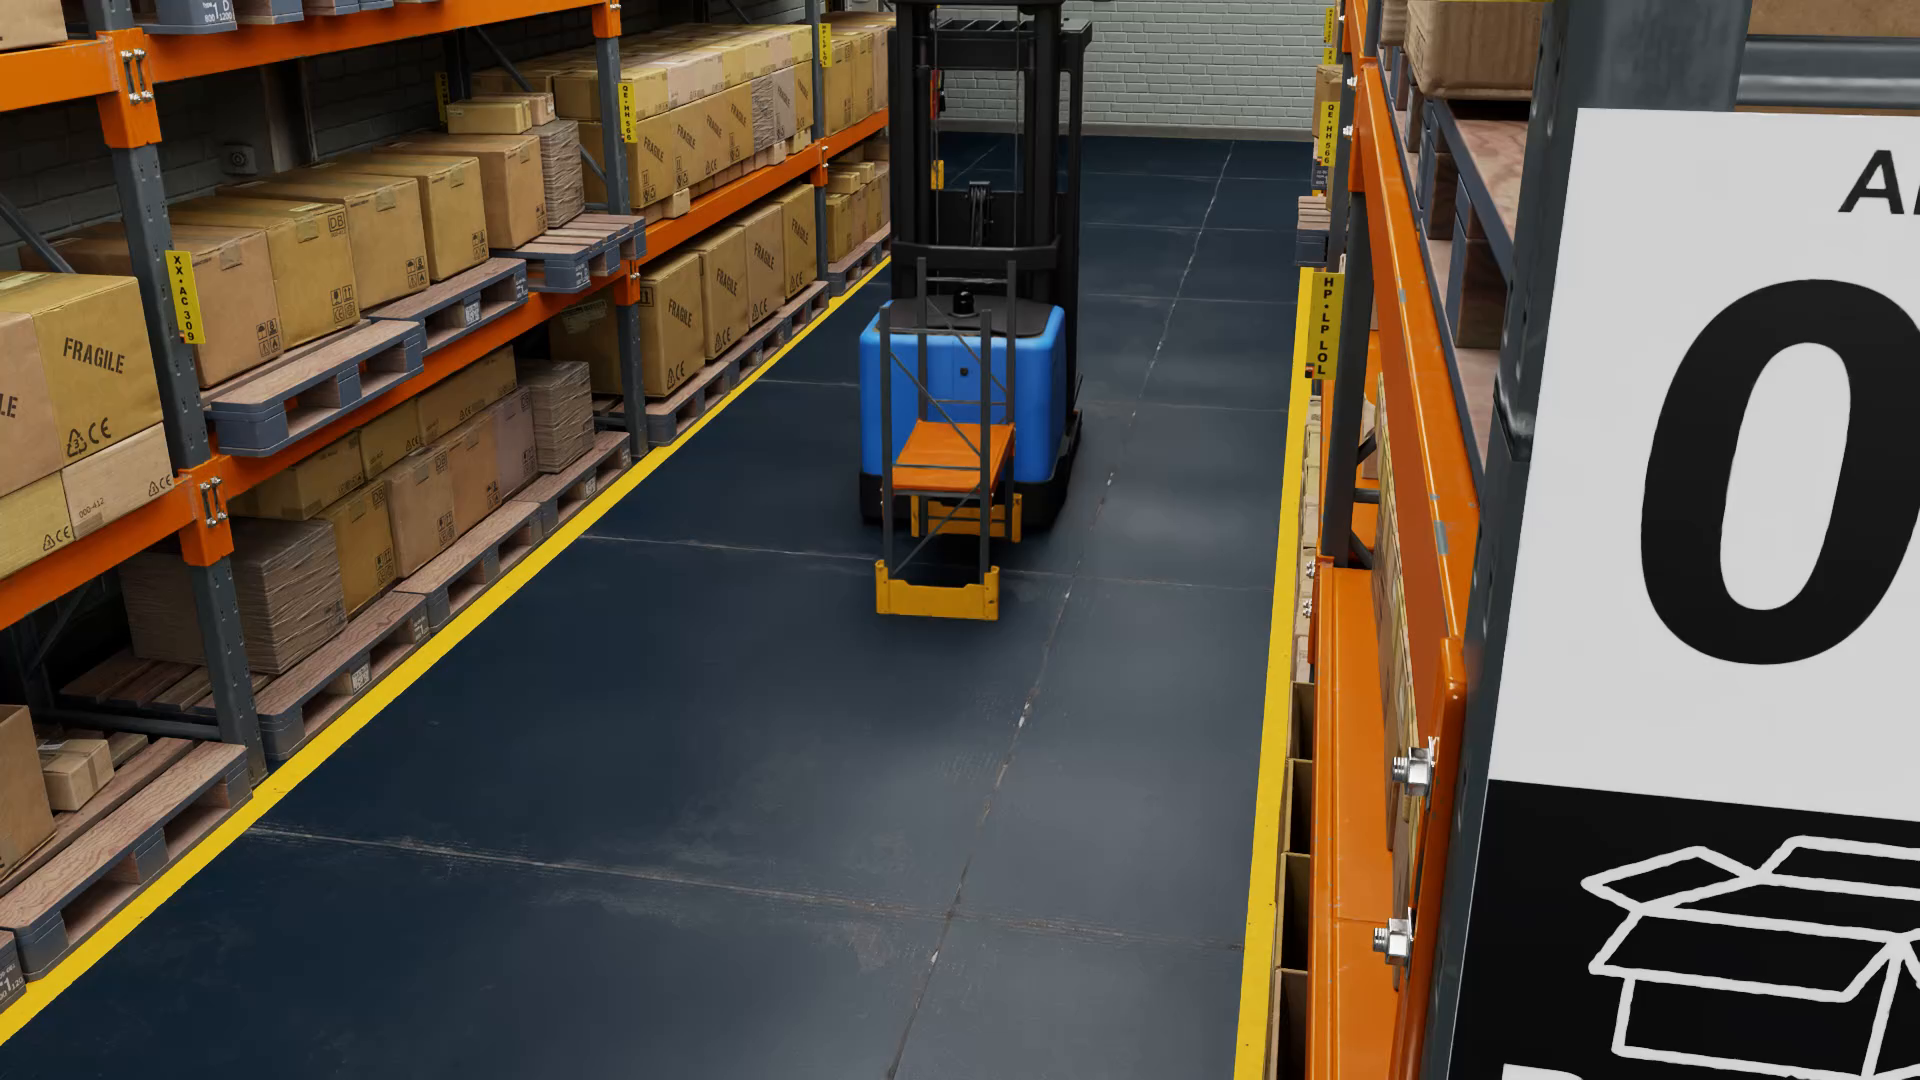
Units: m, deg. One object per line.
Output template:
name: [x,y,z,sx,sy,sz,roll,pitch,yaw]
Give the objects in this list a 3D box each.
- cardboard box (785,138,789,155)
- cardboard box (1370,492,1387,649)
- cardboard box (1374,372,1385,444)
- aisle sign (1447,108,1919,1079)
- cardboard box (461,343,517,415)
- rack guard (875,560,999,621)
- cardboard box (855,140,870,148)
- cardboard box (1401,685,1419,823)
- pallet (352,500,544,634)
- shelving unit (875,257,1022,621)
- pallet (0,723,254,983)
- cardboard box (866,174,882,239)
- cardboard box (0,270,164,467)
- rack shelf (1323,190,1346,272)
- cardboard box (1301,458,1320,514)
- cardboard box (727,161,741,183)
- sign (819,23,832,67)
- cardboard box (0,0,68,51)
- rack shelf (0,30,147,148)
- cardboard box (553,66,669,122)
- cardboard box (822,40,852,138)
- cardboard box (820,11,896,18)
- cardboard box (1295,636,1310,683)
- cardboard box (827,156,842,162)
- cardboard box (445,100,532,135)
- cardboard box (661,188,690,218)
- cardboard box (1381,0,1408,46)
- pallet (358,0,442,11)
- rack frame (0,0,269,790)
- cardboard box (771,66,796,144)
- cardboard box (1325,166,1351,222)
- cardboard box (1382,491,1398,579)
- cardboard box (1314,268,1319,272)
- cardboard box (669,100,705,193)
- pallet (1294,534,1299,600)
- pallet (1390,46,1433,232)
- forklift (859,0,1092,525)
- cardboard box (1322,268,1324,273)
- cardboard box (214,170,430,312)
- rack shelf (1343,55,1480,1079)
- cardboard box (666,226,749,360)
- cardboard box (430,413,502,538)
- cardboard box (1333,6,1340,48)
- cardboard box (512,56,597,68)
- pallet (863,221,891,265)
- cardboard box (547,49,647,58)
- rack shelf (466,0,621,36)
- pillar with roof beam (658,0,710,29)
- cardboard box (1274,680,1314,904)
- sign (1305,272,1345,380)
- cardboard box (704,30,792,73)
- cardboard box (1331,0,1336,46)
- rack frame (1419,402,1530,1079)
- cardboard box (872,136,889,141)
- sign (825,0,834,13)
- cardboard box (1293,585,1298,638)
cardboard box: [-1.506,-2.965,12.510,0.380,0.149,0.250,5,23,13]
cardboard box: [1.544,0.016,4.666,0.700,0.500,0.500,4,22,10]
cardboard box: [1.384,-0.364,4.741,0.380,0.149,0.250,4,22,11]
aisle sign: [0.511,0.158,0.966,0.394,0.787,0.004,4,22,11]
cardboard box: [-2.679,-0.861,8.730,0.500,0.250,0.500,5,22,12]
rack guard: [-0.108,0.240,7.923,0.587,0.250,0.087,3,22,8]
cardboard box: [-1.091,-3.814,16.224,0.380,0.149,0.250,5,22,11]
cardboard box: [0.967,0.387,2.875,0.380,0.149,0.250,5,22,12]
pallet: [-2.817,0.084,8.362,1.003,0.211,1.213,4,22,11]
shelving unit: [-0.038,-0.524,8.147,0.587,1.500,1.083,3,22,8]
pallet: [-3.324,1.065,5.927,1.003,0.211,1.213,4,22,11]
cardboard box: [-1.124,-3.075,15.257,0.700,0.500,0.500,5,22,12]
cardboard box: [-3.015,-0.568,5.419,0.500,0.500,0.500,4,22,11]
rack shelf: [2.853,-1.961,10.671,1.077,0.370,4.000,4,22,11]
cardboard box: [1.845,-0.195,7.690,0.500,0.311,0.500,4,22,9]
cardboard box: [-1.749,-2.593,11.586,0.380,0.149,0.250,5,23,13]
sign: [-1.056,-3.865,12.992,0.100,0.325,0.005,4,22,11]
cardboard box: [-3.083,-1.720,4.932,0.500,0.500,0.500,5,22,12]
rack shelf: [-3.630,-0.803,3.781,1.077,0.370,4.000,4,22,11]
cardboard box: [-2.054,-2.638,9.827,0.500,0.250,0.500,5,22,12]
cardboard box: [-1.463,-3.739,13.721,0.980,0.700,0.700,5,22,12]
cardboard box: [-0.867,-4.818,16.399,0.980,0.700,0.700,5,23,13]
cardboard box: [1.431,0.550,5.841,0.500,0.311,0.500,4,22,11]
cardboard box: [-1.297,-3.443,15.302,0.380,0.149,0.250,4,22,10]
cardboard box: [-2.498,-2.244,8.819,0.380,0.149,0.250,1,22,2]
cardboard box: [-1.914,-2.118,10.406,0.380,0.149,0.250,5,23,13]
cardboard box: [0.903,-0.892,2.408,0.500,0.311,0.500,7,23,17]
pallet: [-2.783,-2.378,6.980,1.213,0.211,1.003,4,22,11]
rack frame: [-3.222,-0.477,6.023,1.000,3.000,0.127,4,22,11]
cardboard box: [-1.531,-3.221,12.277,0.500,0.500,0.500,5,22,11]
cardboard box: [2.463,-2.044,9.217,0.700,0.500,0.500,-3,22,-7]
cardboard box: [1.177,0.009,3.813,0.380,0.149,0.250,4,22,9]
cardboard box: [3.100,-2.301,13.309,0.500,0.500,0.500,4,22,11]
cardboard box: [-1.940,-2.482,10.444,0.500,0.500,0.500,5,23,13]
pallet: [2.239,0.028,8.502,1.003,0.211,1.213,4,22,11]
pallet: [1.229,-0.692,2.661,1.003,0.211,1.213,4,22,11]
forklift: [0.176,-1.953,9.779,1.130,2.935,3.031,3,22,8]
cardboard box: [2.618,-1.711,10.841,0.500,0.250,0.500,4,22,10]
cardboard box: [-2.860,-1.358,7.488,0.700,0.500,0.500,8,23,18]
rack shelf: [1.221,-0.427,2.846,1.077,0.370,4.000,4,22,11]
cardboard box: [-1.942,-1.716,11.415,0.750,0.750,0.750,4,22,11]
cardboard box: [-2.794,-0.354,8.474,0.700,0.500,0.500,4,22,11]
cardboard box: [3.213,-3.929,13.122,0.500,0.500,0.500,4,22,10]
cardboard box: [-2.458,-2.856,10.368,0.500,0.250,0.500,4,22,9]
pallet: [-1.111,-2.829,15.595,1.003,0.211,1.213,4,22,11]
cardboard box: [-2.350,-3.044,10.833,0.500,0.250,0.500,4,22,10]
rack shelf: [-1.997,-3.729,11.045,1.077,0.370,4.000,4,22,11]
pillar with roof beam: [1.921,-6.179,12.151,9.100,9.000,0.400,4,22,11]
cardboard box: [1.227,0.778,5.022,0.500,0.500,0.500,4,22,11]
sign: [1.095,-0.639,4.981,0.100,0.325,0.005,4,22,11]
cardboard box: [-1.548,-3.568,12.134,0.500,0.250,0.500,5,22,12]
cardboard box: [3.729,-4.857,15.427,0.500,0.500,0.500,5,23,13]
rack frame: [0.812,1.362,1.456,1.000,3.000,0.127,4,22,11]
cardboard box: [-0.666,-3.877,16.381,0.380,0.149,0.250,4,22,10]
sign: [-1.315,-5.348,16.854,0.100,0.325,0.005,4,22,11]
cardboard box: [1.744,0.248,7.341,0.500,0.250,0.500,5,22,12]
